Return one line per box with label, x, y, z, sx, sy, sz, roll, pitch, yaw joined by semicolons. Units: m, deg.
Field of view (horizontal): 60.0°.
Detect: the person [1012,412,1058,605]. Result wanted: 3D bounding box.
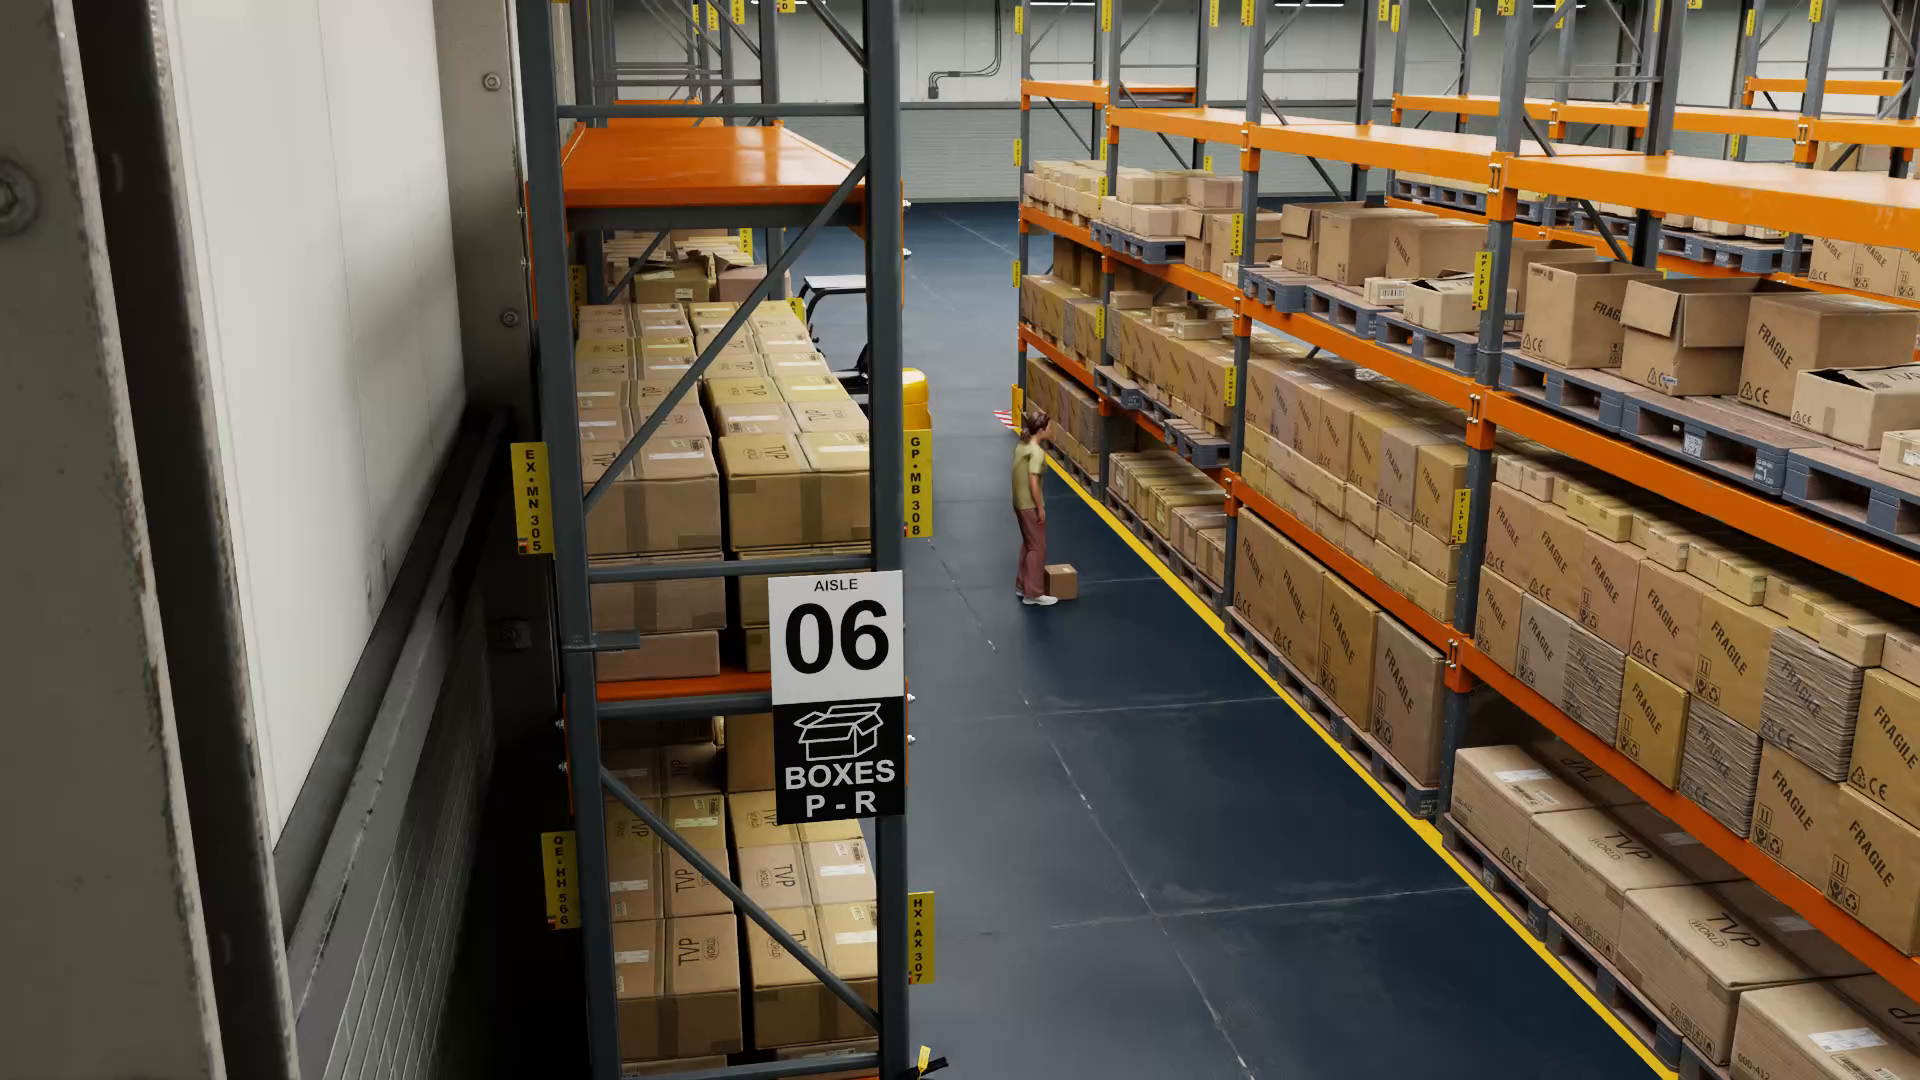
person;0.647;-0.291;14.528;0.360;1.671;0.521;-4;17;-14
